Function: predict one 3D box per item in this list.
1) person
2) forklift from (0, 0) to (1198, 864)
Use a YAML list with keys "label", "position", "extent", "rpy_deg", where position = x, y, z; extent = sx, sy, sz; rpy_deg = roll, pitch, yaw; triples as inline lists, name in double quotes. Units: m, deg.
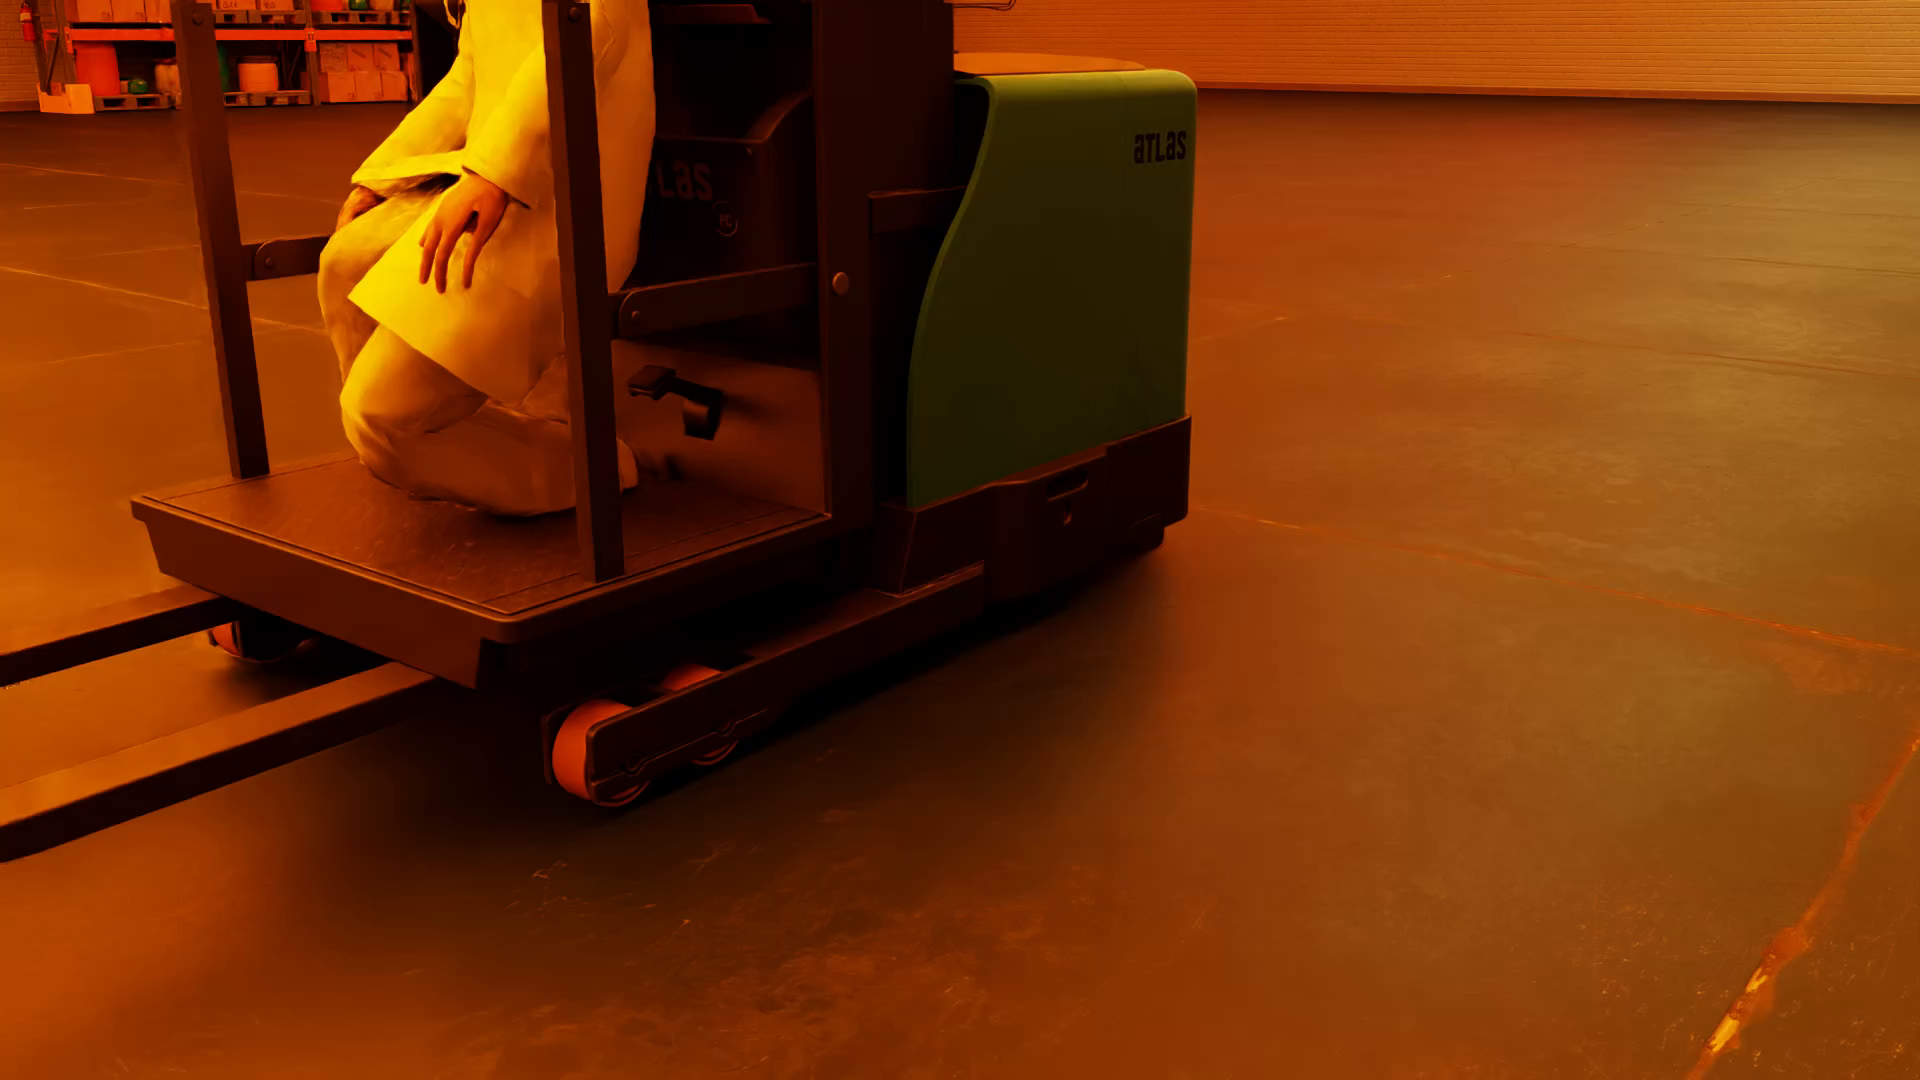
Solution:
- label: "person"
  position: [-0.881, -0.609, 2.757]
  extent: [0.735, 1.534, 0.811]
  rpy_deg: [-4, 17, -13]
- label: "forklift"
  position: [-0.768, -1.150, 2.684]
  extent: [1.130, 2.935, 3.031]
  rpy_deg: [13, 21, 36]
